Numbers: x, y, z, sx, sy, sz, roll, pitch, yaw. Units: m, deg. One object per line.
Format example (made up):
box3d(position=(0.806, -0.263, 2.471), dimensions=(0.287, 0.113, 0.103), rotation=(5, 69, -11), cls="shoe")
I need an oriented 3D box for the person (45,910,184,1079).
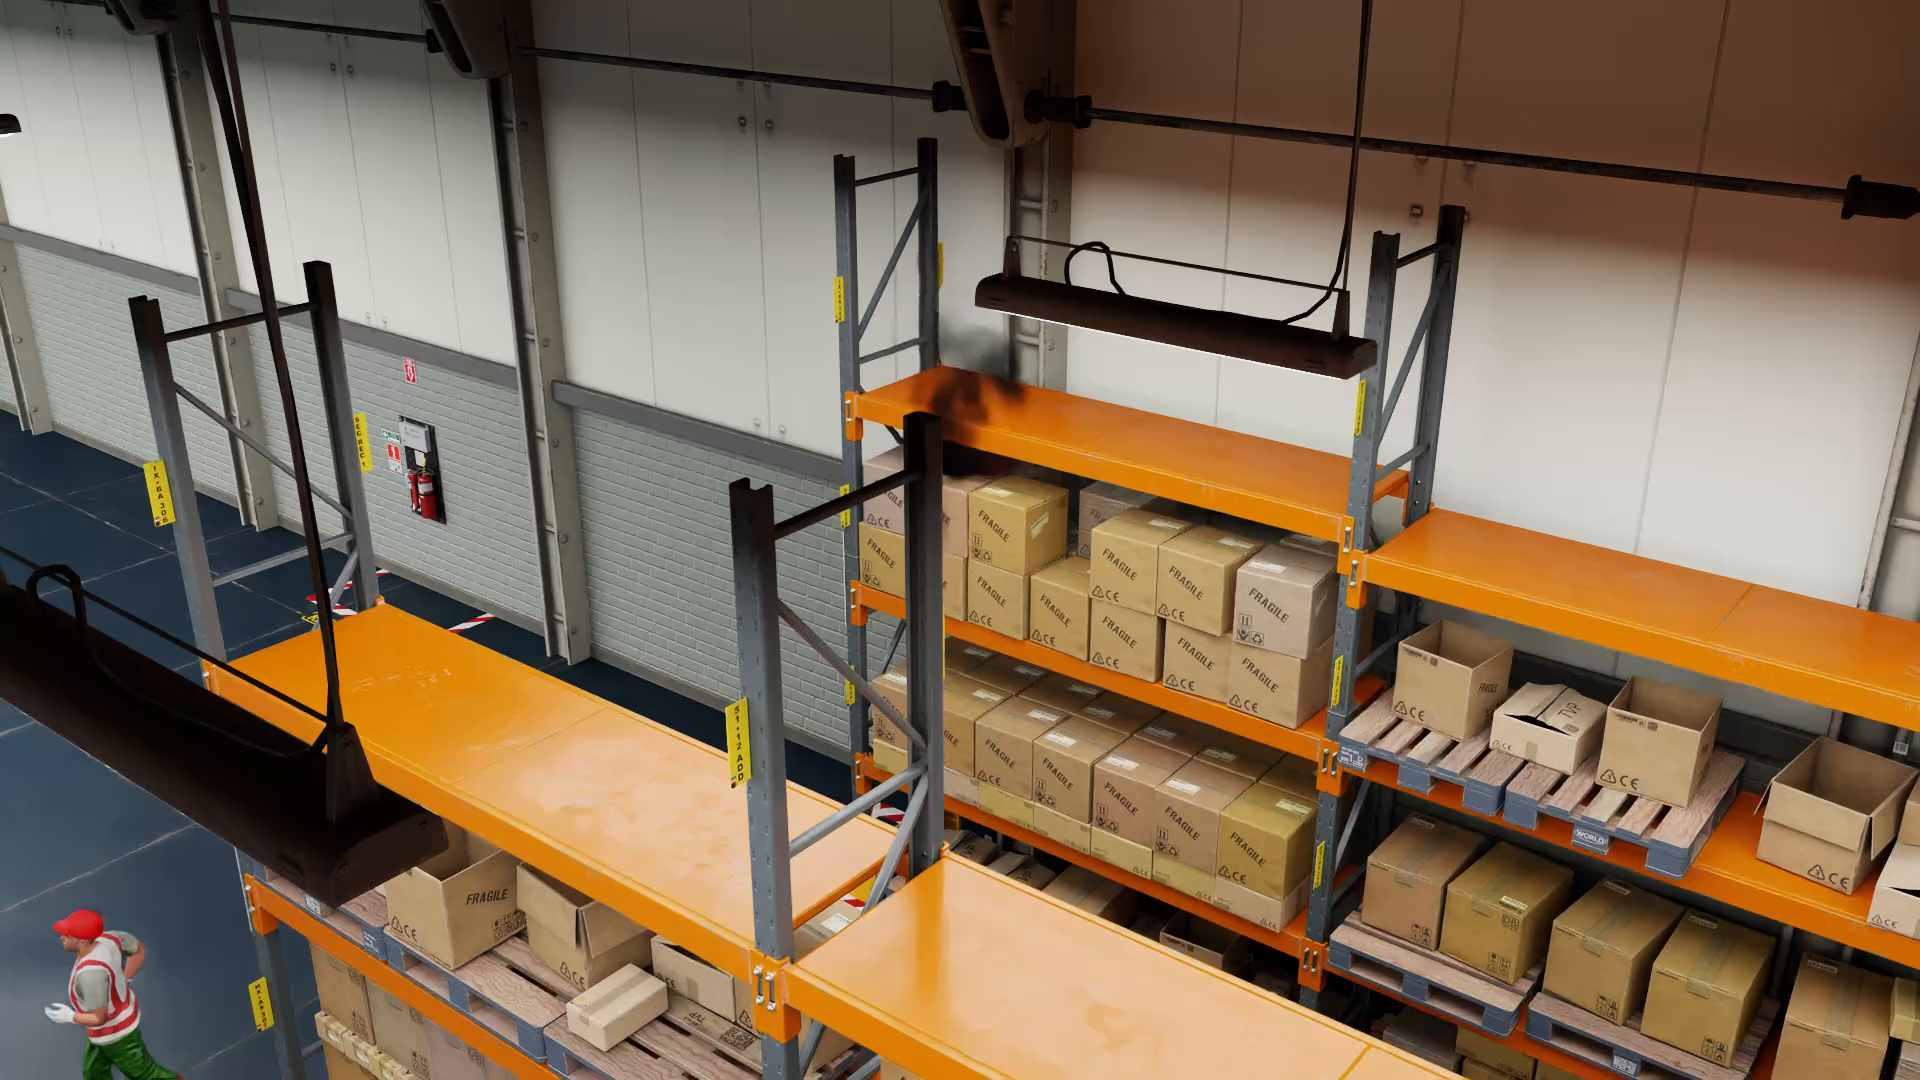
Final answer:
box3d(position=(-5.420, 3.148, 10.700), dimensions=(0.857, 1.815, 0.648), rotation=(-10, 25, -22), cls="person")
